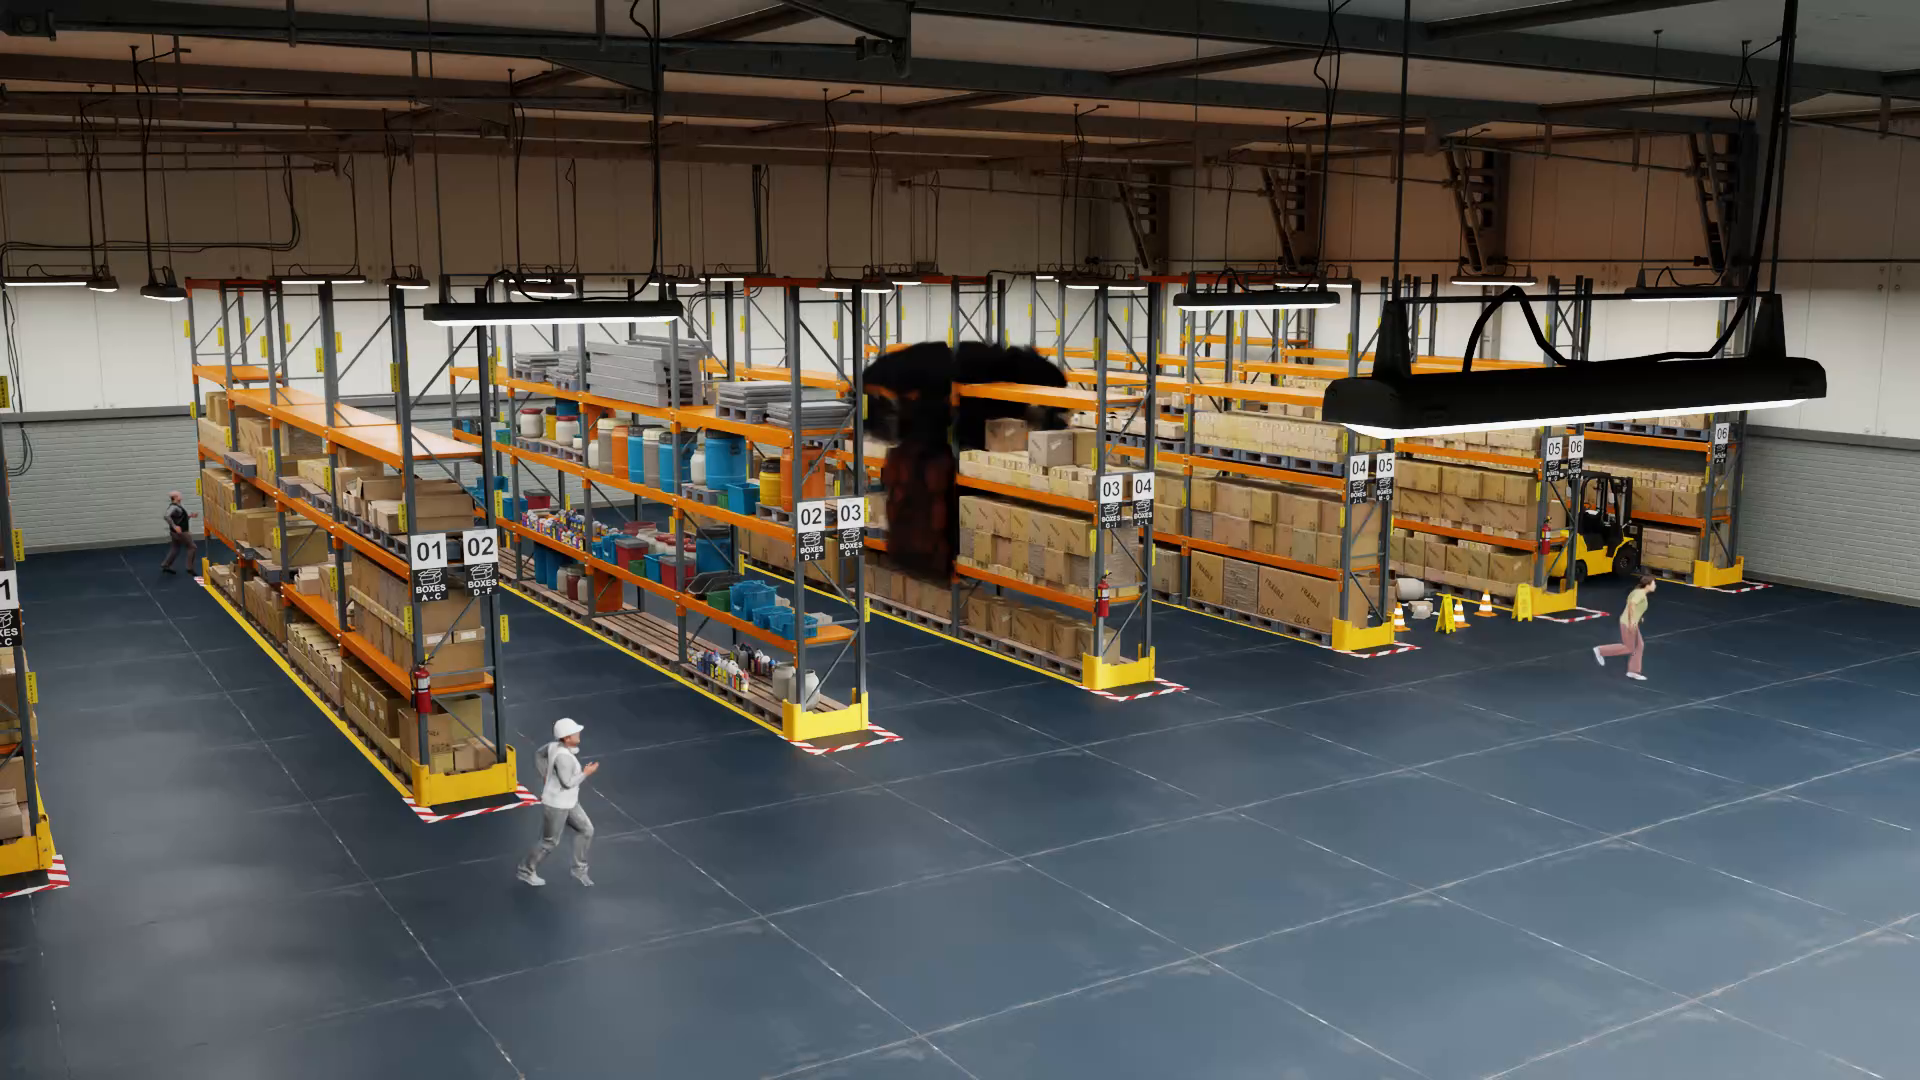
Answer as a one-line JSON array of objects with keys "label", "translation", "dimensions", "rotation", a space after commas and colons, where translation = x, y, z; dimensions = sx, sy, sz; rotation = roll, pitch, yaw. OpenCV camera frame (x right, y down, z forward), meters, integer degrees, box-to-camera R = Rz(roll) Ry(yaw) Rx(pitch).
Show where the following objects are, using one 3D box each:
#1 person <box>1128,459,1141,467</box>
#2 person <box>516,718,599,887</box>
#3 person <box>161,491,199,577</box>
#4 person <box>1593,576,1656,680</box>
[{"label": "person", "translation": [3.905, -0.937, 36.790], "dimensions": [0.799, 1.715, 0.596], "rotation": [8, 13, 40]}, {"label": "person", "translation": [-4.070, 2.694, 16.783], "dimensions": [0.859, 1.838, 0.639], "rotation": [-1, 10, -8]}, {"label": "person", "translation": [-15.730, -0.105, 33.497], "dimensions": [0.762, 1.782, 0.624], "rotation": [-6, 11, -34]}, {"label": "person", "translation": [10.164, 1.326, 25.463], "dimensions": [0.837, 1.619, 0.579], "rotation": [2, 10, 12]}]
